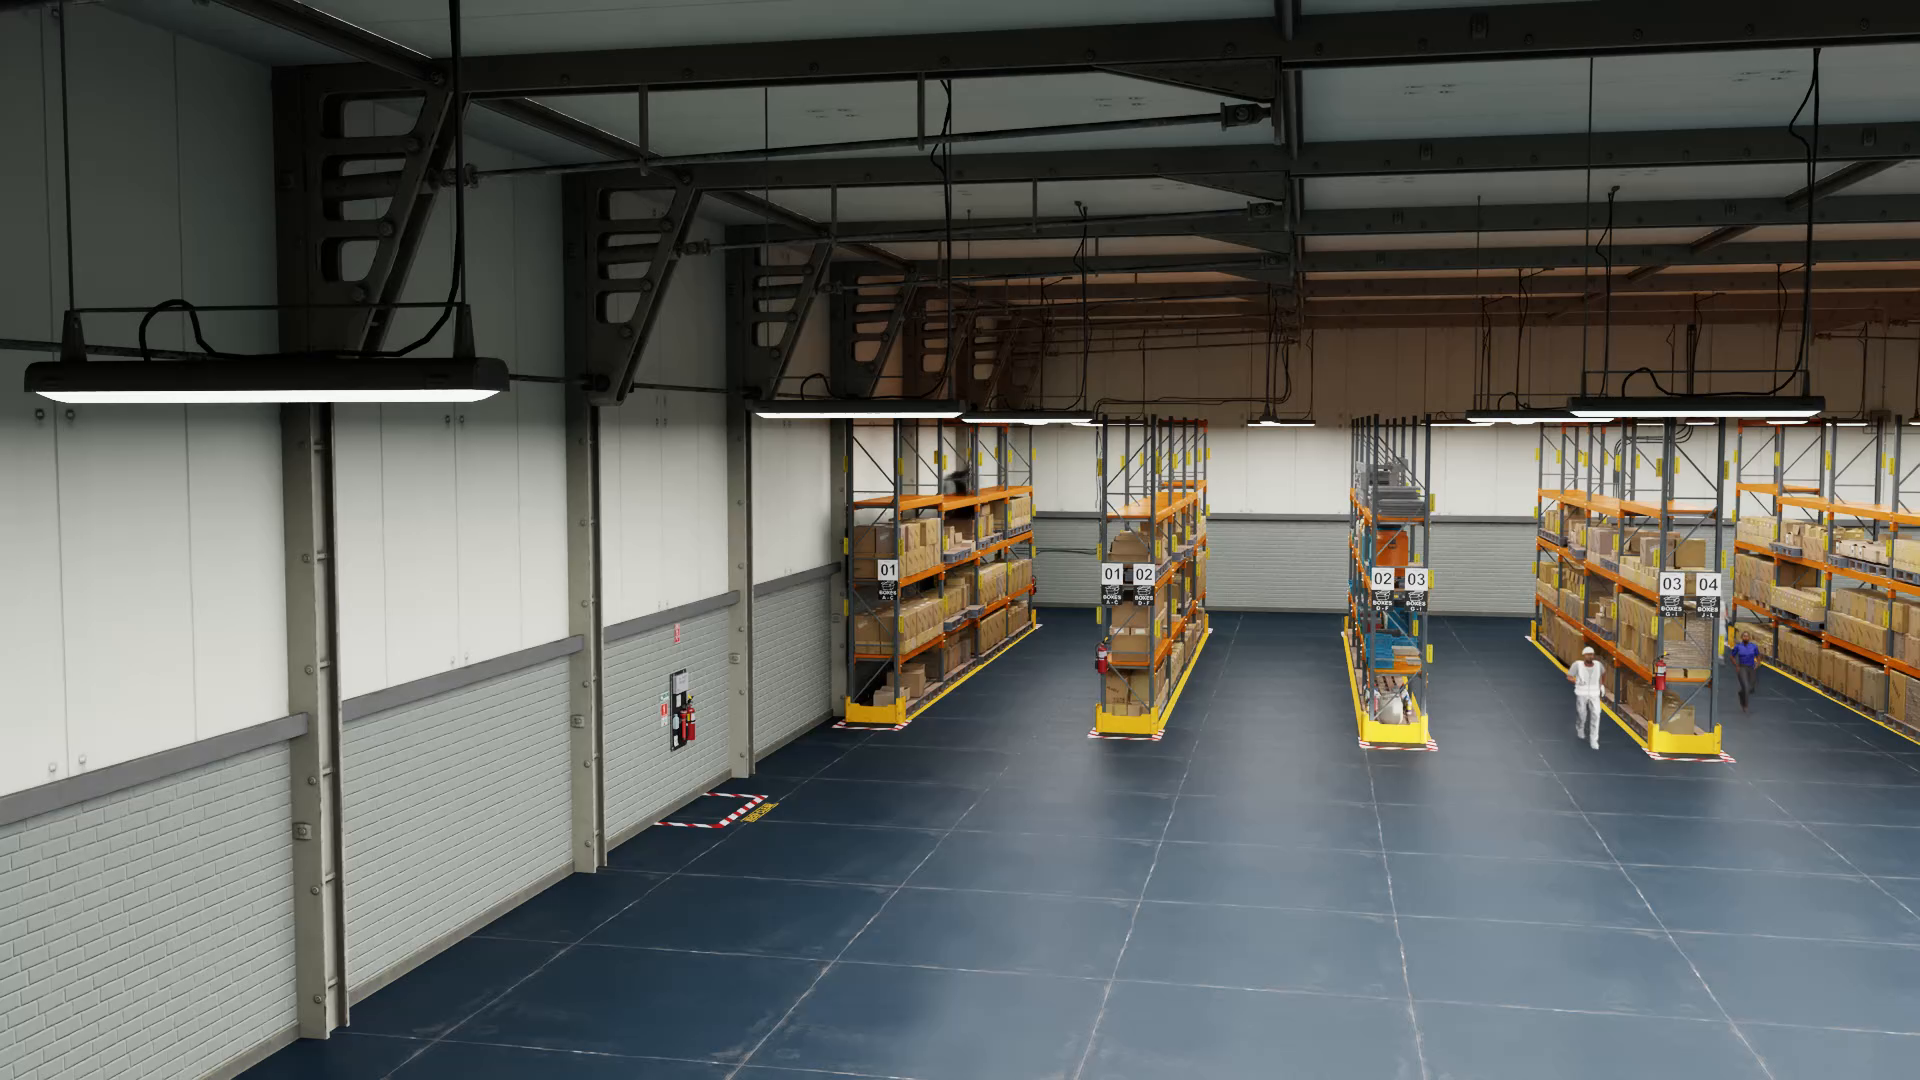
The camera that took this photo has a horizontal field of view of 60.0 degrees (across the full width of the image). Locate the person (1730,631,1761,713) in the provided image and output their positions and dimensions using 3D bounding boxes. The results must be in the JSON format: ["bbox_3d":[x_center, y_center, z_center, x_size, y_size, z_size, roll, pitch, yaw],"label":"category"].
[{"bbox_3d":[15.978,2.670,33.837,0.576,1.638,0.635,1,4,11],"label":"person"}]

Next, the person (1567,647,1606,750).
[{"bbox_3d":[11.378,2.824,30.189,0.713,1.798,0.957,1,4,11],"label":"person"}]

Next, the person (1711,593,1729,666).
[{"bbox_3d":[18.454,2.104,40.569,0.636,1.821,0.843,1,4,10],"label":"person"}]

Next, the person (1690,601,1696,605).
[{"bbox_3d":[18.785,2.102,42.339,0.602,1.623,0.571,1,4,21],"label":"person"}]
